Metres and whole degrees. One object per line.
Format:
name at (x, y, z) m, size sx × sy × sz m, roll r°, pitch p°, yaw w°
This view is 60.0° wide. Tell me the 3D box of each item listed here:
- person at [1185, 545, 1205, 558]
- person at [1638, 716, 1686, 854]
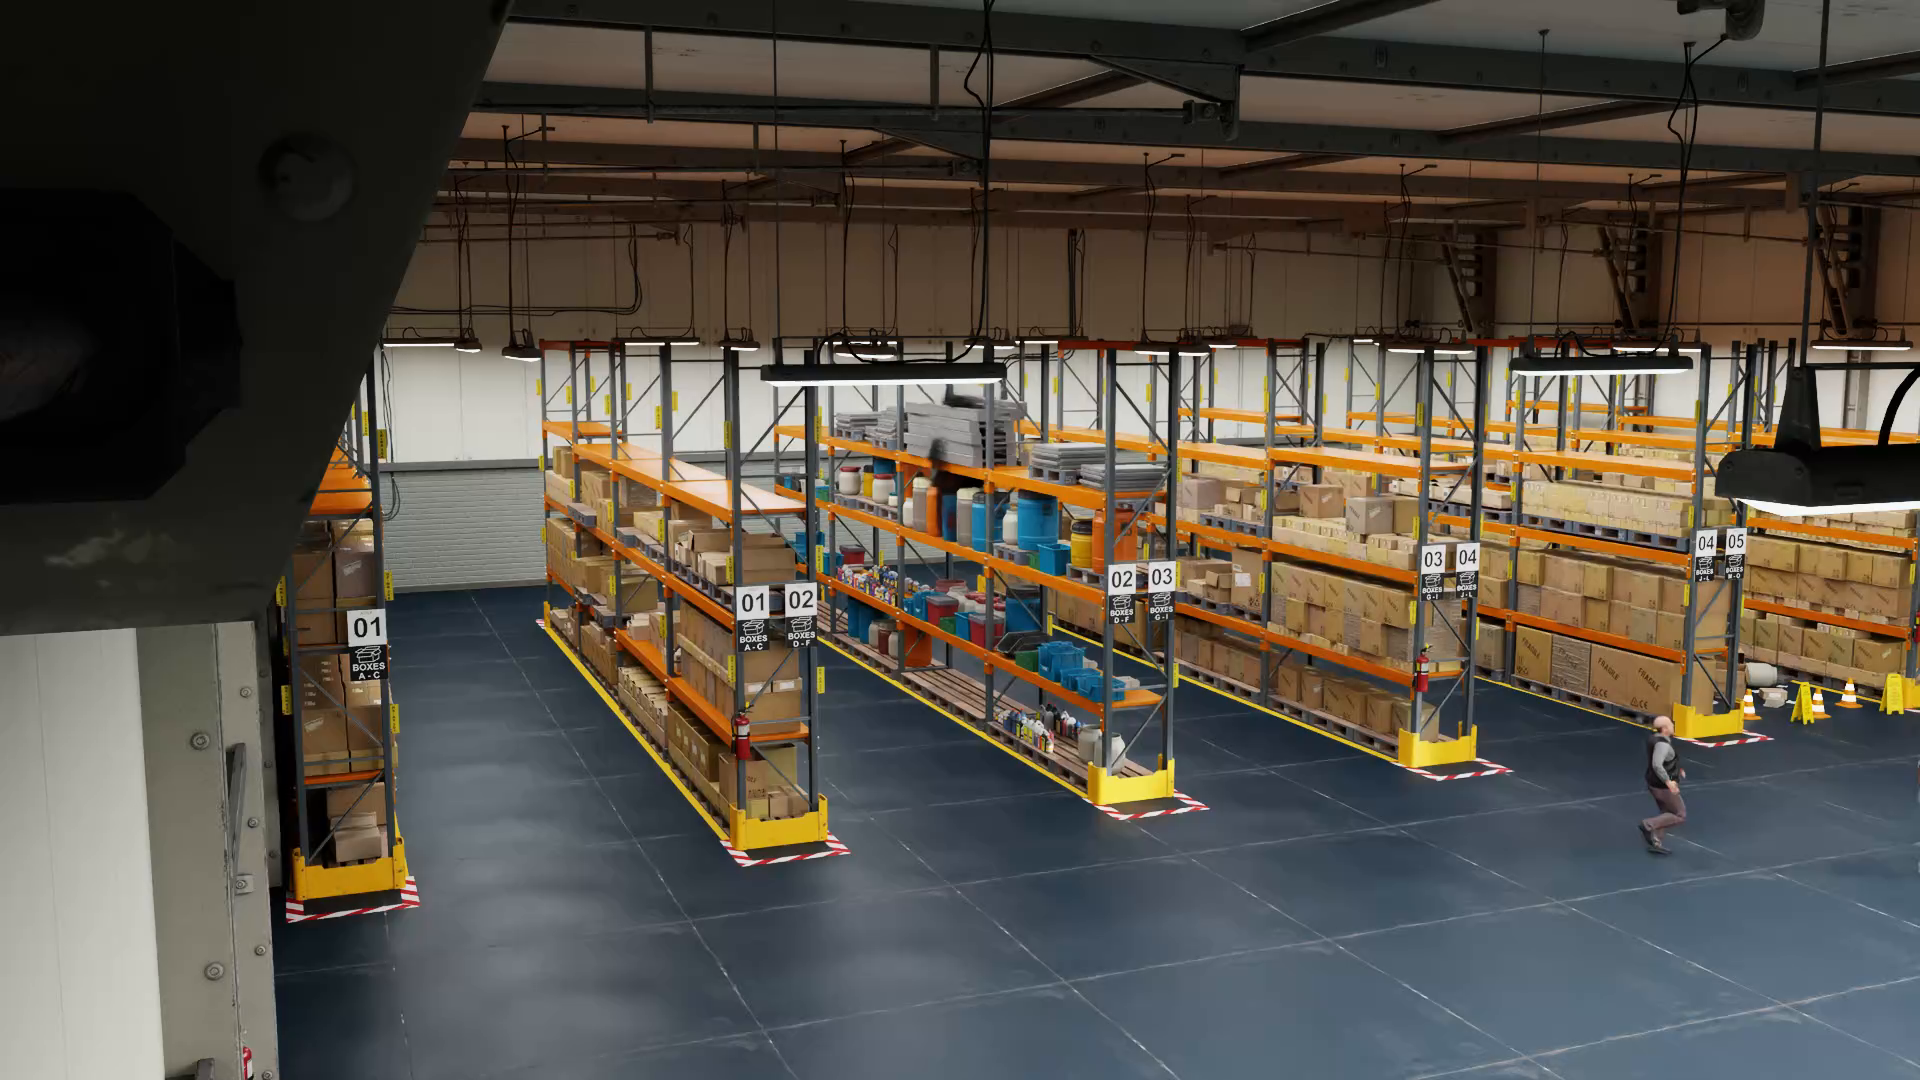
person at (5.920, 0.033, 41.793) m, size 0.875 × 1.728 × 0.754 m, roll 4°, pitch 8°, yaw 29°
person at (8.404, 2.933, 19.886) m, size 0.575 × 1.680 × 0.664 m, roll 1°, pitch 8°, yaw 8°
